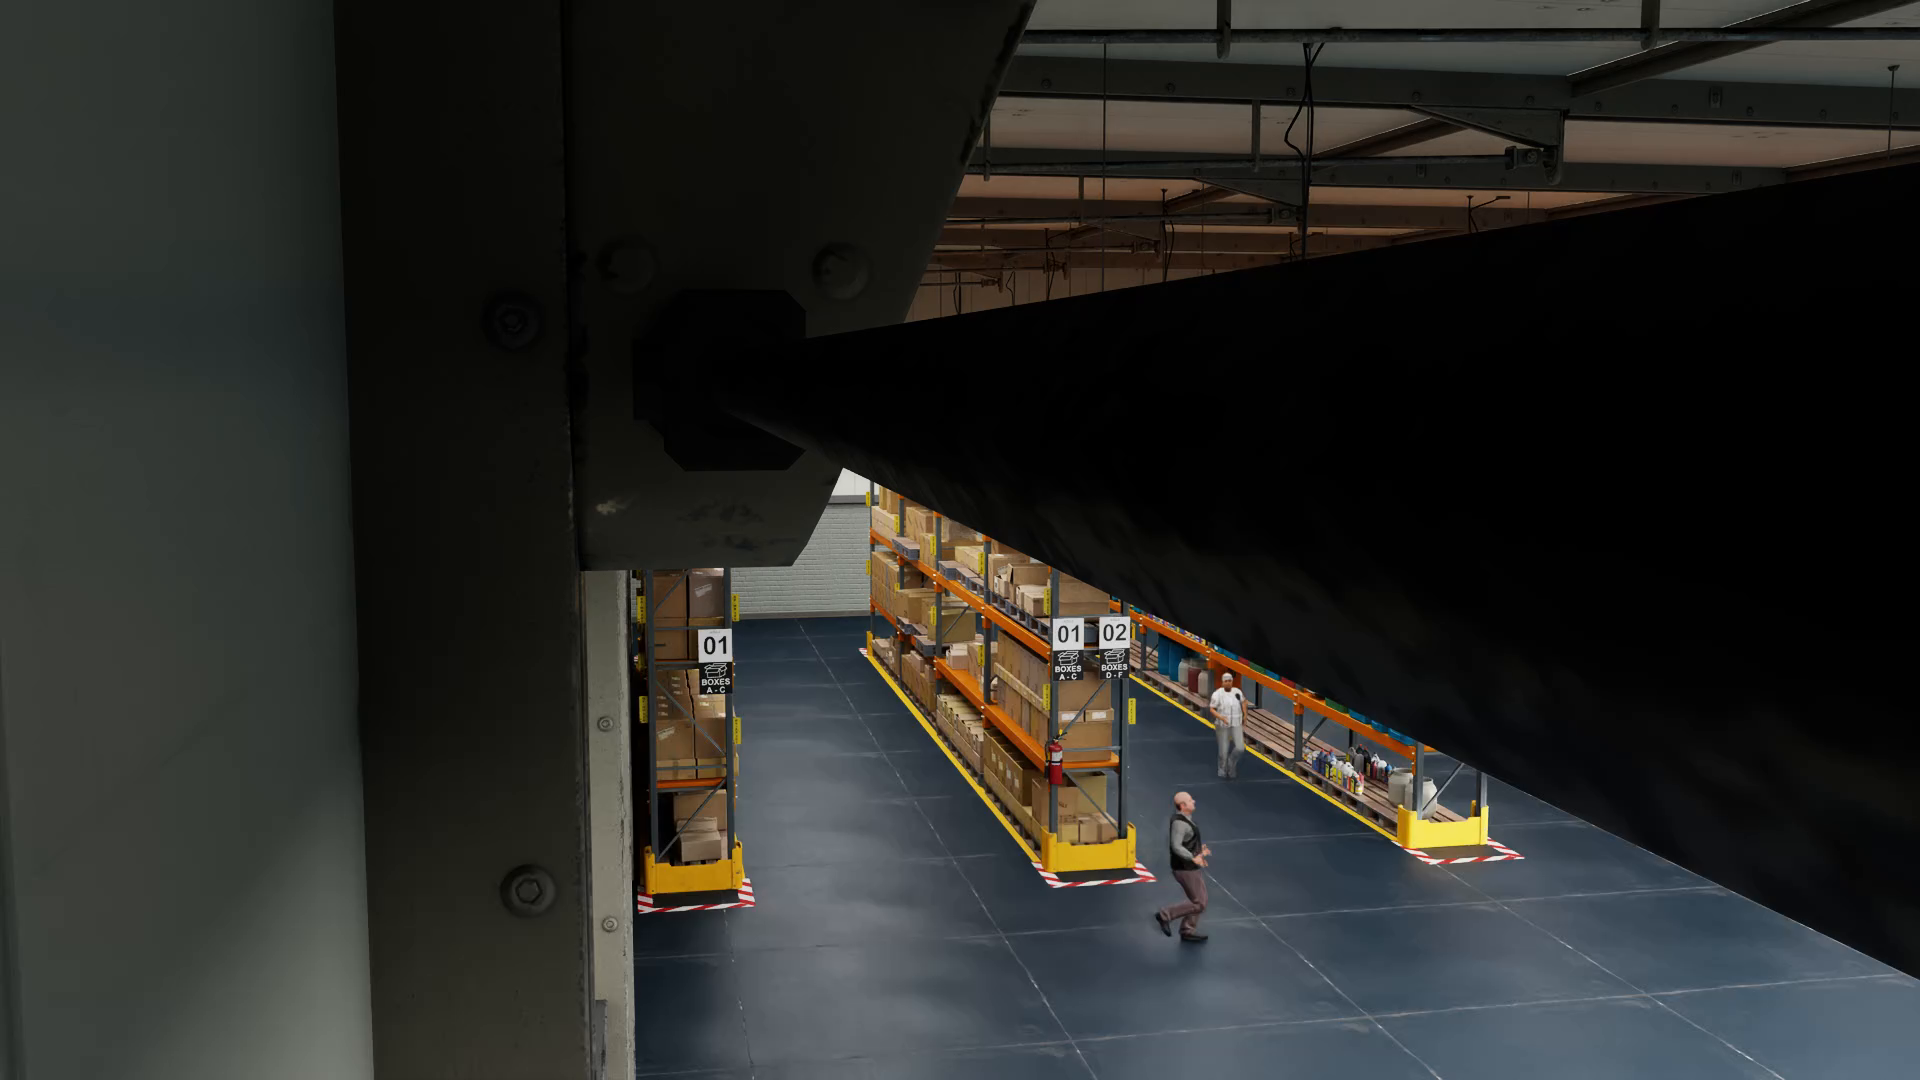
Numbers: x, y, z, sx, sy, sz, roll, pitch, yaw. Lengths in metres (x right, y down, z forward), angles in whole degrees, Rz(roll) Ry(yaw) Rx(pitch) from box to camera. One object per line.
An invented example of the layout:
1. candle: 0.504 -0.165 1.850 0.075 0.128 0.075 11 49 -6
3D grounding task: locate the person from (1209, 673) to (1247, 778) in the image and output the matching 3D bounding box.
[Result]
1. person: 4.137 2.854 25.534 0.615 1.630 0.595 0 6 -4

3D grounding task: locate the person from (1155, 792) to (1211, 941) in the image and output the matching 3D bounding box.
1. person: 2.459 3.591 18.291 0.612 1.672 0.659 1 6 7
